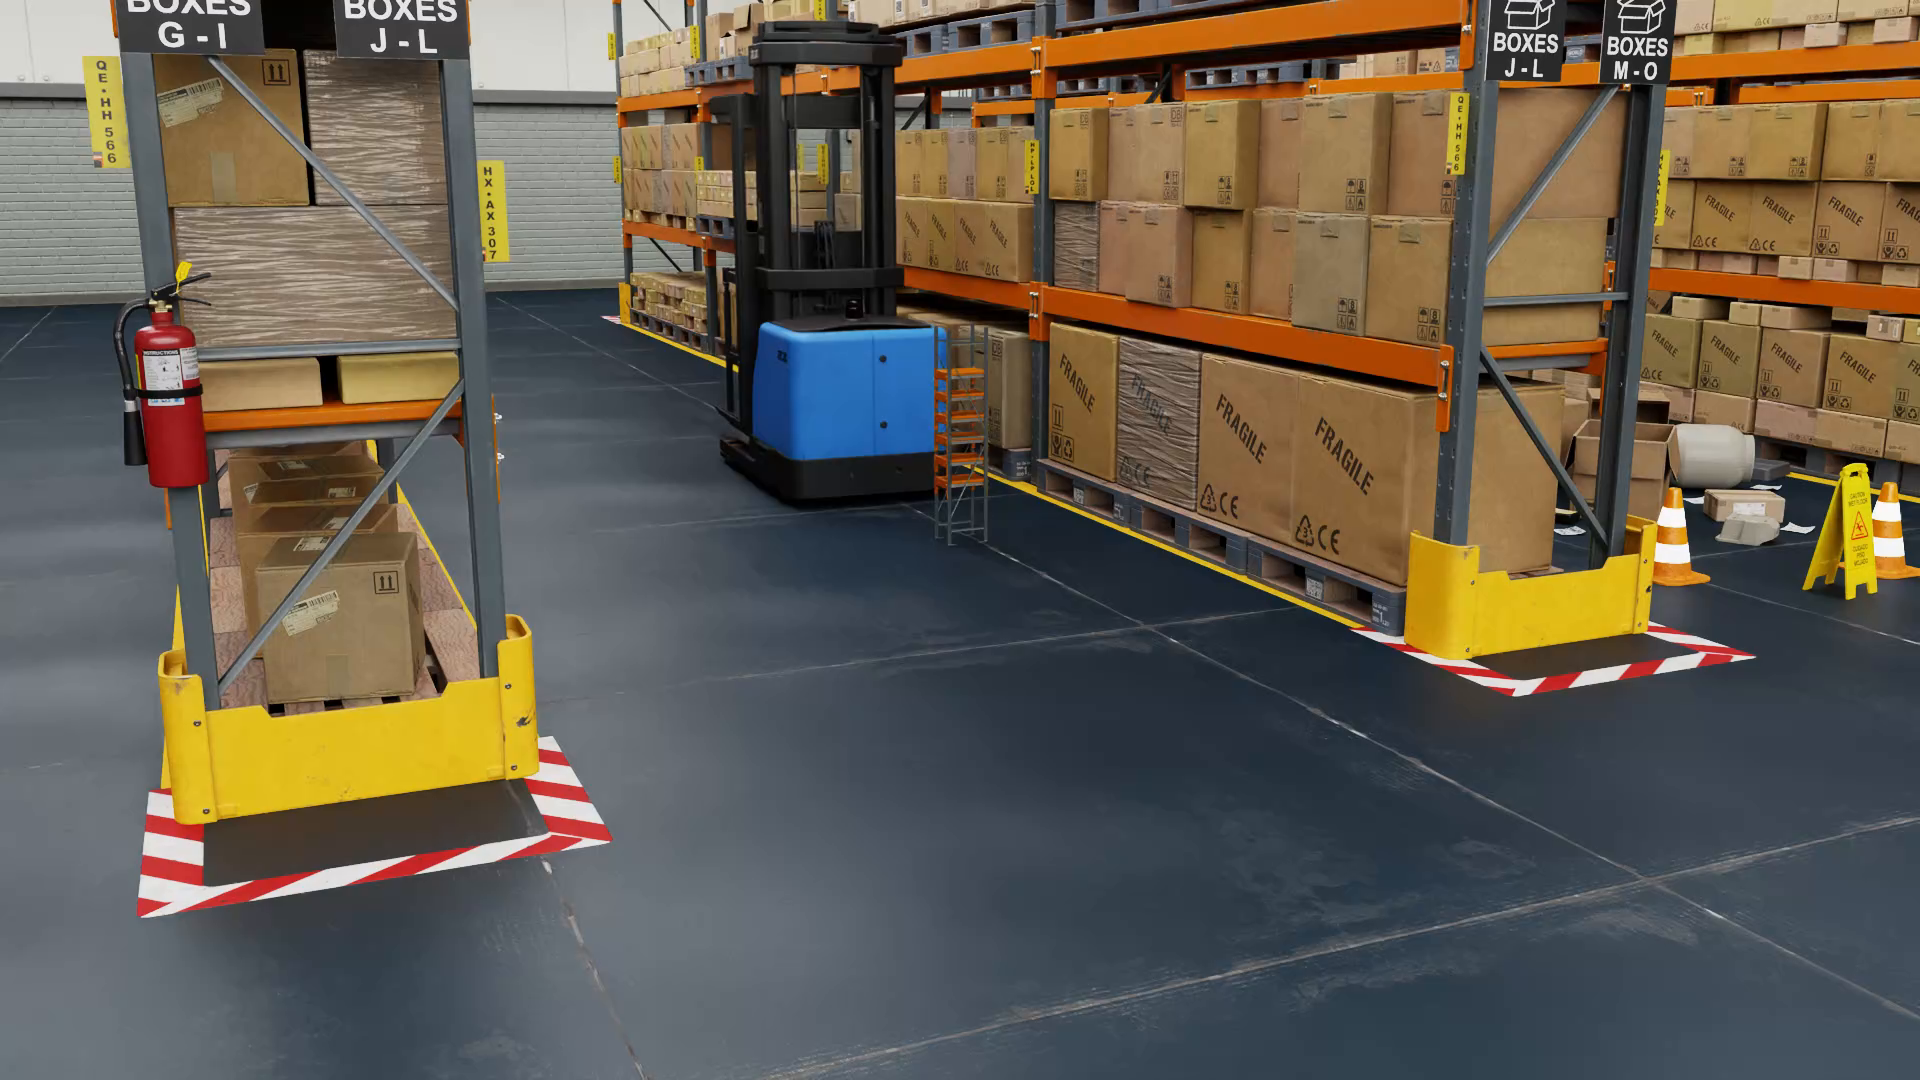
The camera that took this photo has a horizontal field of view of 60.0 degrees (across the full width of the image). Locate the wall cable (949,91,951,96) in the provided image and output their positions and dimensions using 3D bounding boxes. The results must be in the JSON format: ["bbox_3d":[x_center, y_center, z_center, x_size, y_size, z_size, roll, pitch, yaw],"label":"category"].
[{"bbox_3d":[-1.211,-8.948,28.073,2.355,3.000,0.029,-6,14,-23],"label":"wall cable"}]

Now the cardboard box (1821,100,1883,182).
[{"bbox_3d":[6.073,-2.586,10.790,0.700,0.500,0.500,-6,14,-23],"label":"cardboard box"}]

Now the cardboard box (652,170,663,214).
[{"bbox_3d":[-3.301,-4.100,19.552,0.500,0.500,0.500,-6,14,-24],"label":"cardboard box"}]

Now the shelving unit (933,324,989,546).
[{"bbox_3d":[0.006,-0.582,9.222,0.258,1.200,0.189,-6,14,-23],"label":"shelving unit"}]

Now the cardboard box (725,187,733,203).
[{"bbox_3d":[-2.097,-3.402,16.381,0.380,0.149,0.250,-5,14,-21],"label":"cardboard box"}]

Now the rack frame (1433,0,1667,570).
[{"bbox_3d":[2.549,-1.034,7.186,1.000,3.000,0.127,-6,14,-23],"label":"rack frame"}]

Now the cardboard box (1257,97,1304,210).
[{"bbox_3d":[2.031,-1.947,8.401,0.875,0.550,0.550,-6,14,-23],"label":"cardboard box"}]

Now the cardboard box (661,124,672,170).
[{"bbox_3d":[-3.098,-4.480,18.976,0.500,0.500,0.500,-5,14,-21],"label":"cardboard box"}]

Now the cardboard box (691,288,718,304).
[{"bbox_3d":[-2.777,-2.718,18.533,0.380,0.149,0.250,-5,14,-22],"label":"cardboard box"}]

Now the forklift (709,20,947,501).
[{"bbox_3d":[-1.051,-1.961,11.343,1.130,2.935,3.031,-5,14,-20],"label":"forklift"}]

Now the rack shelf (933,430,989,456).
[{"bbox_3d":[0.006,-0.538,9.232,0.258,0.103,0.180,-6,14,-23],"label":"rack shelf"}]

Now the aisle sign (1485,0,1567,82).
[{"bbox_3d":[2.303,-2.259,6.712,0.394,0.787,0.004,-6,14,-23],"label":"aisle sign"}]

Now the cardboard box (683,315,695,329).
[{"bbox_3d":[-2.919,-2.489,18.864,0.380,0.149,0.250,-6,14,-25],"label":"cardboard box"}]

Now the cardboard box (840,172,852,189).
[{"bbox_3d":[-0.973,-3.333,15.425,0.380,0.149,0.250,-6,14,-25],"label":"cardboard box"}]

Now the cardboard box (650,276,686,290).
[{"bbox_3d":[-3.582,-3.153,20.412,0.380,0.149,0.250,-6,14,-26],"label":"cardboard box"}]

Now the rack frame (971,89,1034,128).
[{"bbox_3d":[0.635,-4.808,23.490,1.000,3.000,0.127,-6,14,-23],"label":"rack frame"}]

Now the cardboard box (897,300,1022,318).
[{"bbox_3d":[-0.141,-1.481,13.176,1.050,0.750,0.750,-5,14,-22],"label":"cardboard box"}]

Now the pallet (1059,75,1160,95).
[{"bbox_3d":[1.919,-5.569,20.326,1.003,0.211,1.213,-6,14,-23],"label":"pallet"}]

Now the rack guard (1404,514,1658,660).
[{"bbox_3d":[2.559,0.189,7.446,1.175,0.500,0.348,-6,14,-23],"label":"rack guard"}]

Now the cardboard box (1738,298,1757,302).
[{"bbox_3d":[8.624,-2.522,17.948,0.875,0.625,0.625,-5,14,-21],"label":"cardboard box"}]

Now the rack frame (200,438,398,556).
[{"bbox_3d":[-3.638,-1.433,8.911,1.000,3.000,0.127,-6,14,-23],"label":"rack frame"}]

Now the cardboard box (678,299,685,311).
[{"bbox_3d":[-3.049,-2.730,19.246,0.380,0.149,0.250,-5,14,-22],"label":"cardboard box"}]

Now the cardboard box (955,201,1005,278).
[{"bbox_3d":[0.291,-2.097,11.558,0.500,0.500,0.500,-6,14,-24],"label":"cardboard box"}]

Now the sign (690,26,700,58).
[{"bbox_3d":[-2.752,-5.176,17.283,0.100,0.325,0.005,-6,14,-23],"label":"sign"}]

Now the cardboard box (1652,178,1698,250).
[{"bbox_3d":[5.363,-2.406,12.232,0.500,0.500,0.500,-6,14,-23],"label":"cardboard box"}]

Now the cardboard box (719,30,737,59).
[{"bbox_3d":[-2.098,-4.935,16.655,0.500,0.311,0.500,-6,14,-24],"label":"cardboard box"}]

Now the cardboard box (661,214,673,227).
[{"bbox_3d":[-3.279,-3.745,19.457,0.380,0.149,0.250,-5,14,-22],"label":"cardboard box"}]

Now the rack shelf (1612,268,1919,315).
[{"bbox_3d":[6.243,-1.565,11.074,1.077,0.370,4.000,-6,14,-23],"label":"rack shelf"}]

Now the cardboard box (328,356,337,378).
[{"bbox_3d":[-2.220,-0.721,6.391,0.380,0.149,0.250,-6,14,-23],"label":"cardboard box"}]

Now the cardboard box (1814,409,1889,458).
[{"bbox_3d":[6.059,-0.725,11.017,0.500,0.250,0.500,-6,14,-25],"label":"cardboard box"}]

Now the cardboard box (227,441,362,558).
[{"bbox_3d":[-3.278,-0.216,8.264,0.500,0.500,0.500,-1,13,-5],"label":"cardboard box"}]

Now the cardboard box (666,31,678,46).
[{"bbox_3d":[-3.059,-5.594,18.575,0.380,0.149,0.250,-6,14,-25],"label":"cardboard box"}]

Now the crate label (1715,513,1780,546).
[{"bbox_3d":[4.437,-0.066,9.352,0.298,0.136,0.250,9,16,35],"label":"crate label"}]

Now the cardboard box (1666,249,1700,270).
[{"bbox_3d":[5.423,-2.065,12.195,0.380,0.149,0.250,-5,14,-21],"label":"cardboard box"}]

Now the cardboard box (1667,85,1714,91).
[{"bbox_3d":[7.958,-5.076,18.332,0.500,0.250,0.500,-6,14,-25],"label":"cardboard box"}]

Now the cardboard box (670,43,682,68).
[{"bbox_3d":[-2.873,-5.326,18.302,0.500,0.250,0.500,-6,14,-25],"label":"cardboard box"}]

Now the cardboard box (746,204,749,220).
[{"bbox_3d":[-1.895,-3.151,15.958,0.380,0.149,0.250,-6,14,-26],"label":"cardboard box"}]

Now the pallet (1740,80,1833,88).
[{"bbox_3d":[8.740,-4.841,17.402,1.213,0.211,1.003,-5,14,-20],"label":"pallet"}]

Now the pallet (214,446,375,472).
[{"bbox_3d":[-4.444,-0.488,11.010,1.003,0.211,1.213,-6,14,-23],"label":"pallet"}]

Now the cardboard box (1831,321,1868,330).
[{"bbox_3d":[6.336,-1.251,11.625,0.500,0.500,0.500,-5,14,-20],"label":"cardboard box"}]

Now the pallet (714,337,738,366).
[{"bbox_3d":[-1.944,-1.994,17.518,1.003,0.211,1.213,-6,14,-23],"label":"pallet"}]

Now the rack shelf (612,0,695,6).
[{"bbox_3d":[-3.059,-6.497,19.088,1.077,0.370,4.000,-6,14,-23],"label":"rack shelf"}]

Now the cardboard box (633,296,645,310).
[{"bbox_3d":[-3.943,-3.018,21.150,0.380,0.149,0.250,-5,14,-22],"label":"cardboard box"}]

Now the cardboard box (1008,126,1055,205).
[{"bbox_3d":[0.743,-2.498,11.073,0.700,0.500,0.500,-6,14,-24],"label":"cardboard box"}]

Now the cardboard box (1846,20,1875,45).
[{"bbox_3d":[5.960,-3.262,10.715,0.380,0.149,0.250,-6,14,-23],"label":"cardboard box"}]

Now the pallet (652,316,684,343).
[{"bbox_3d":[-3.052,-2.543,19.889,1.003,0.211,1.213,-6,14,-23],"label":"pallet"}]

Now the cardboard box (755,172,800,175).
[{"bbox_3d":[-1.677,-3.330,15.413,0.380,0.149,0.250,-6,14,-23],"label":"cardboard box"}]

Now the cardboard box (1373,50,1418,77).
[{"bbox_3d":[4.210,-4.468,15.150,0.700,0.500,0.500,-6,14,-23],"label":"cardboard box"}]

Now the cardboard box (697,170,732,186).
[{"bbox_3d":[-2.521,-3.762,17.280,0.380,0.149,0.250,-5,14,-20],"label":"cardboard box"}]

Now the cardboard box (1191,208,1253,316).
[{"bbox_3d":[1.759,-1.524,8.971,0.875,0.550,0.500,-6,14,-23],"label":"cardboard box"}]

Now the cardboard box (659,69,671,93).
[{"bbox_3d":[-3.095,-5.188,18.813,0.500,0.250,0.500,-6,14,-24],"label":"cardboard box"}]
